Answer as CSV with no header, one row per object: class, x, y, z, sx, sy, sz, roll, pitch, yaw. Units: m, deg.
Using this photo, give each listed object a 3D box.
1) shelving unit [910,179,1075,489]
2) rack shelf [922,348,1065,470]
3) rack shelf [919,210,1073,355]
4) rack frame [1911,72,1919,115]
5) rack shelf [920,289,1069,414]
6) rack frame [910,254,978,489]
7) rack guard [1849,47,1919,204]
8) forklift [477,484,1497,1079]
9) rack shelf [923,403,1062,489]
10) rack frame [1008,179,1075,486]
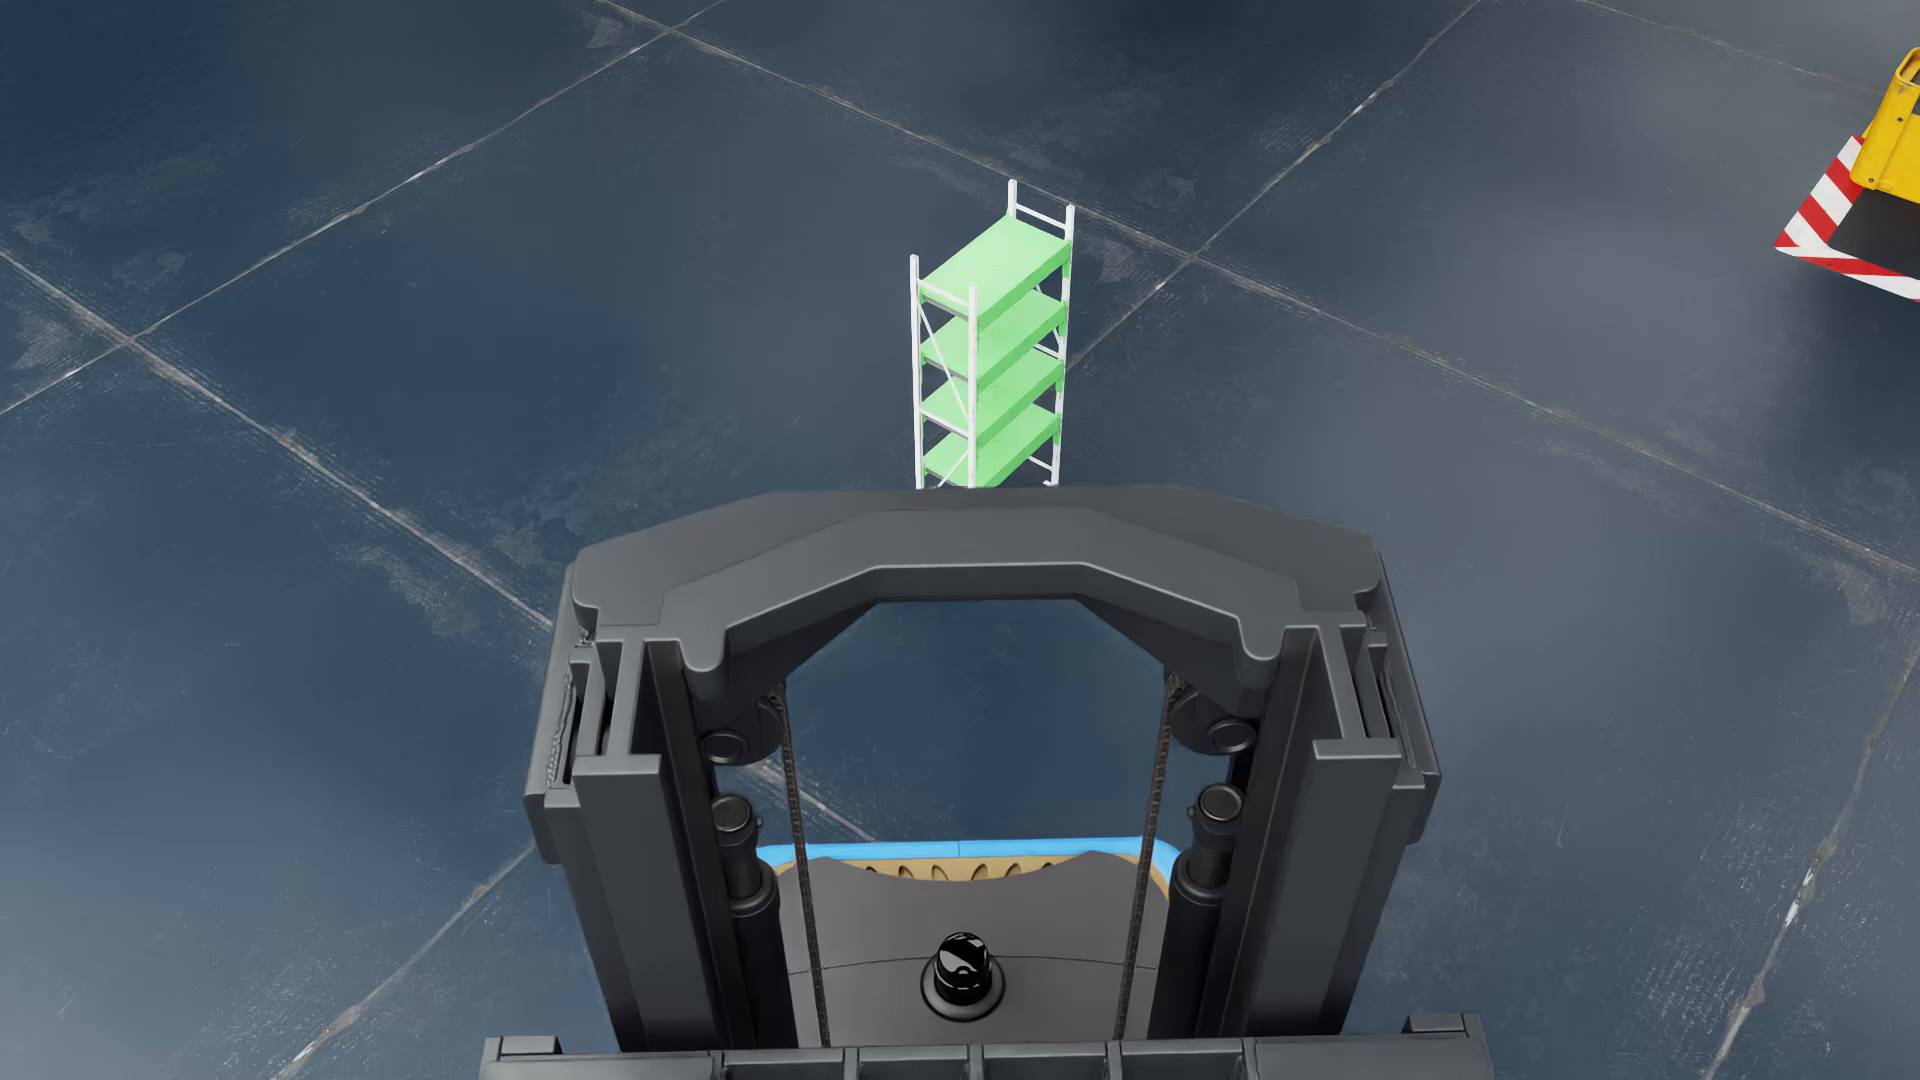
shelving unit,0.101,-0.509,5.407,0.258,1.200,0.503,29,53,25
rack shelf,0.101,-0.465,5.453,0.258,0.148,0.480,29,53,25
rack shelf,0.101,-0.797,5.106,0.258,0.148,0.480,29,53,25
rack frame,4.380,-2.402,5.970,1.000,3.000,0.127,29,53,25
rack shelf,0.101,-0.631,5.279,0.258,0.148,0.480,29,53,25
rack frame,-0.048,-0.370,5.273,0.240,1.200,0.015,29,53,25
rack guard,4.427,-1.582,6.916,1.175,0.500,0.348,29,53,25
forklift,0.035,1.456,2.332,1.130,2.935,3.031,-1,46,-1
rack shelf,0.101,-0.299,5.626,0.258,0.148,0.480,29,53,25
rack frame,0.250,-0.649,5.540,0.240,1.200,0.015,29,53,25
